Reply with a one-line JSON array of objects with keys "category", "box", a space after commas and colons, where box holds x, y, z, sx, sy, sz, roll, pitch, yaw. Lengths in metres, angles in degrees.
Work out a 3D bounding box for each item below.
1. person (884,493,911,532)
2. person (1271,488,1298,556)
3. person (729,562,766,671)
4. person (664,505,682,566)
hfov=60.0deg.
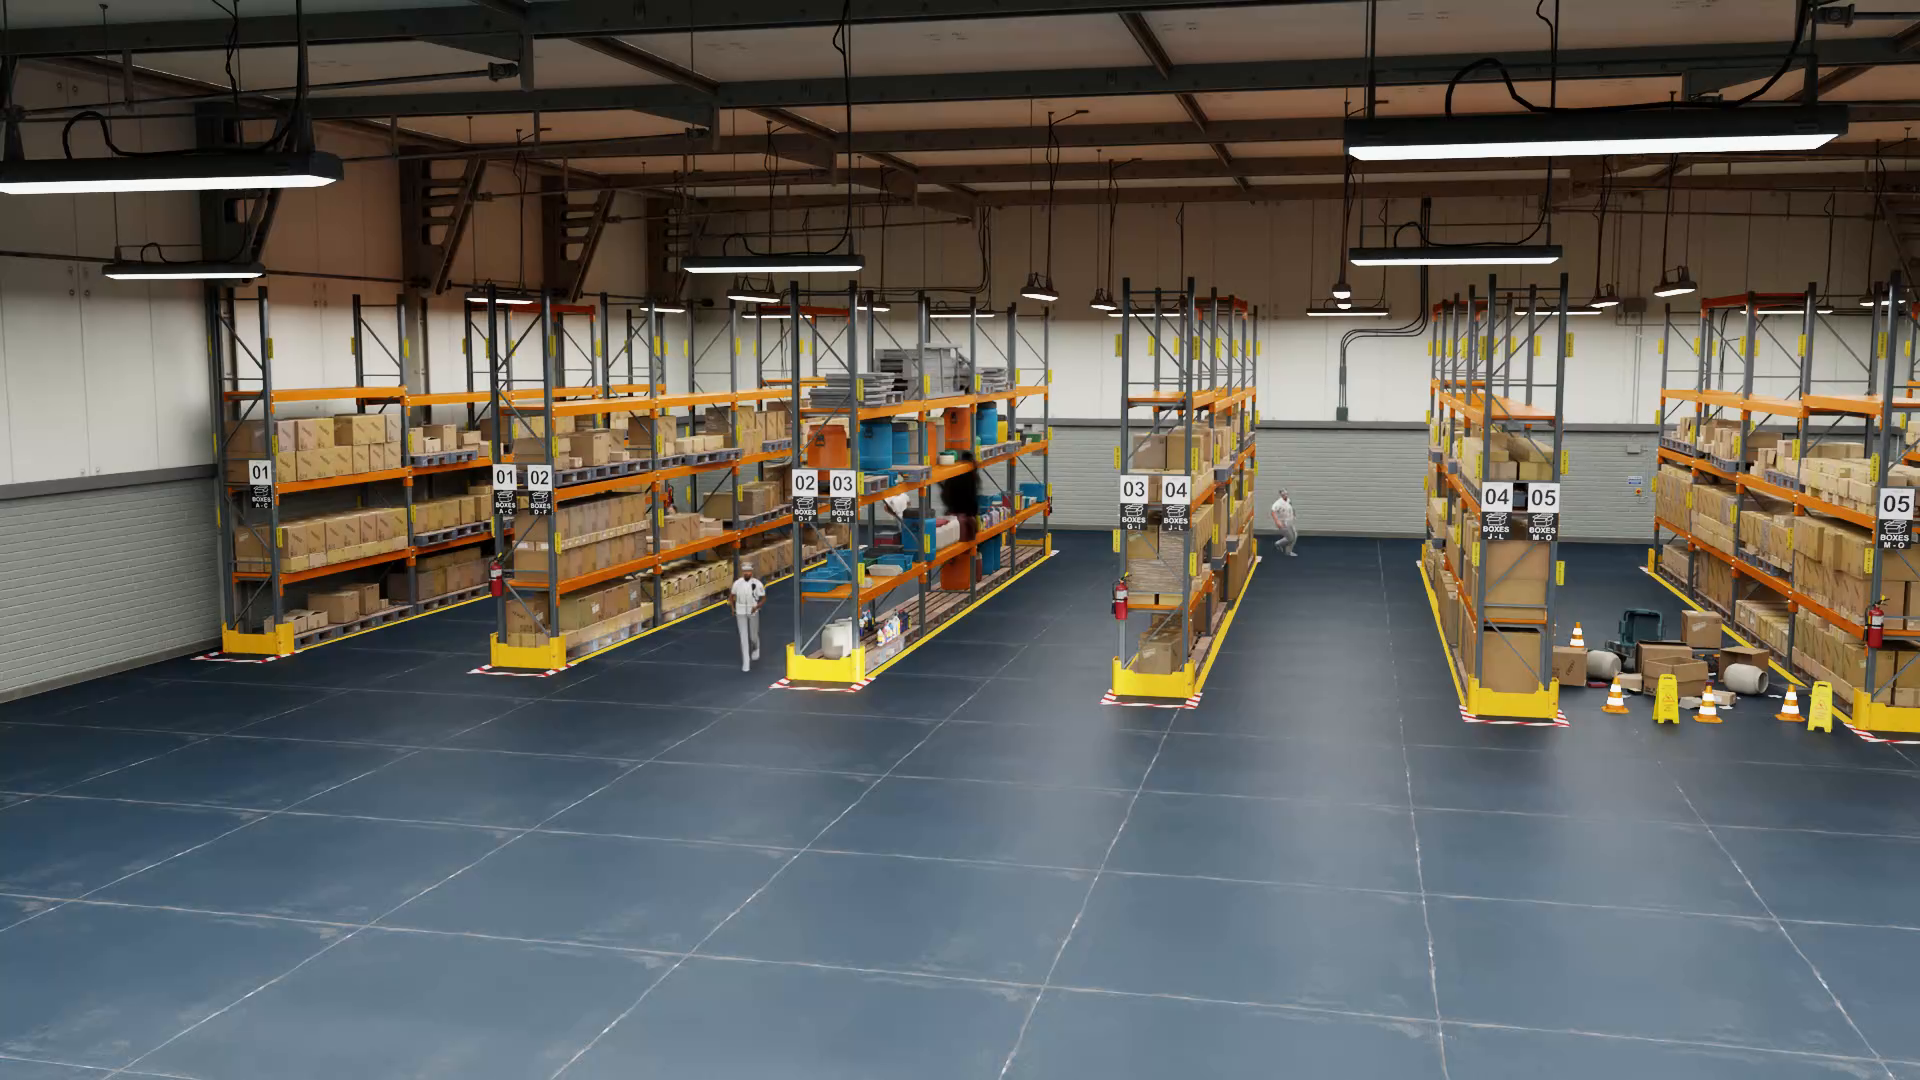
[{"category": "person", "box": [-1.514, -0.591, 41.426, 0.735, 1.702, 0.594, -3, 7, -22]}, {"category": "person", "box": [7.818, -0.427, 40.151, 0.558, 1.671, 0.777, 6, 9, 44]}, {"category": "person", "box": [-3.344, 1.174, 26.169, 0.595, 1.698, 0.680, 0, 7, -2]}, {"category": "person", "box": [-6.144, 0.074, 35.788, 0.586, 1.694, 0.834, 2, 7, 15]}]
